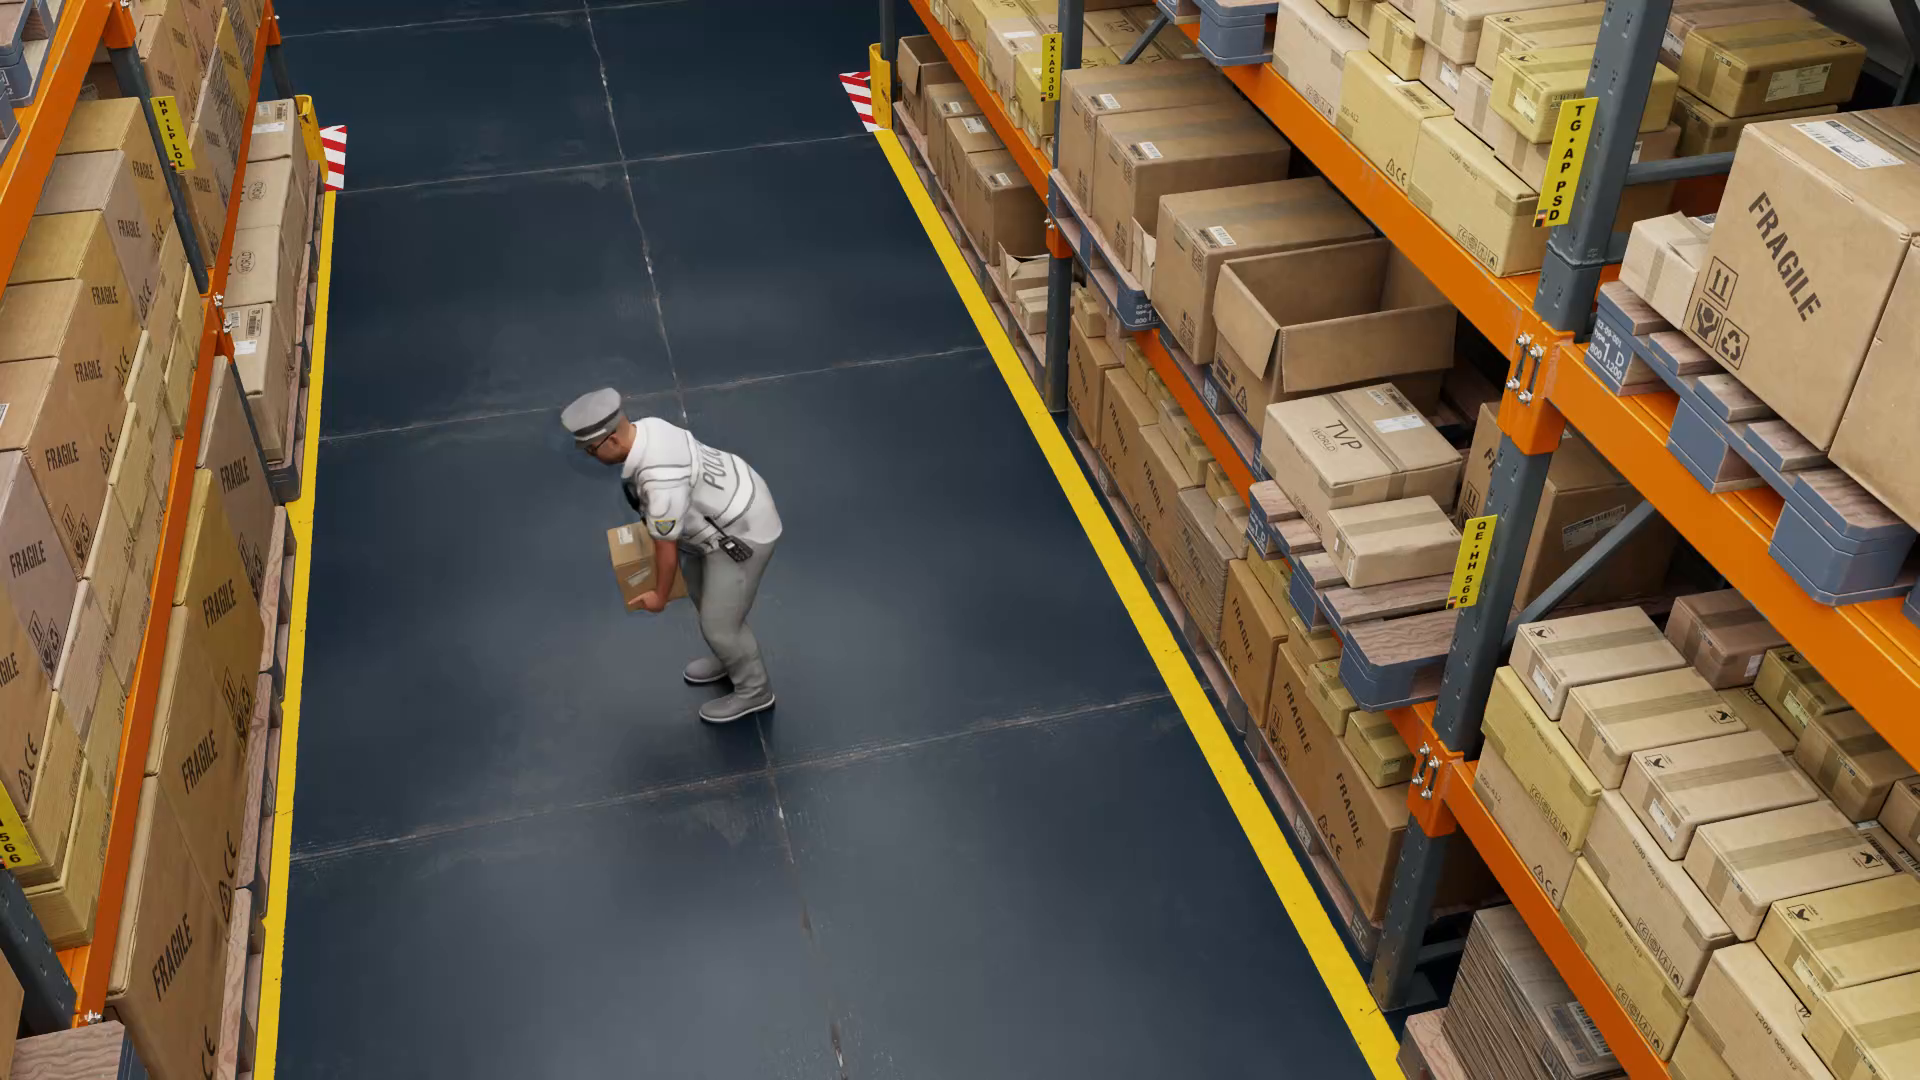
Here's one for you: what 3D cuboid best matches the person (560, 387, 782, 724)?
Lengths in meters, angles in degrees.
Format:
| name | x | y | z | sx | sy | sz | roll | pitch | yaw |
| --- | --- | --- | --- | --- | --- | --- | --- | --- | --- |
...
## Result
| name | x | y | z | sx | sy | sz | roll | pitch | yaw |
| --- | --- | --- | --- | --- | --- | --- | --- | --- | --- |
| person | -1.121 | 0.054 | 6.776 | 0.793 | 1.591 | 0.467 | -10 | 39 | -13 |
